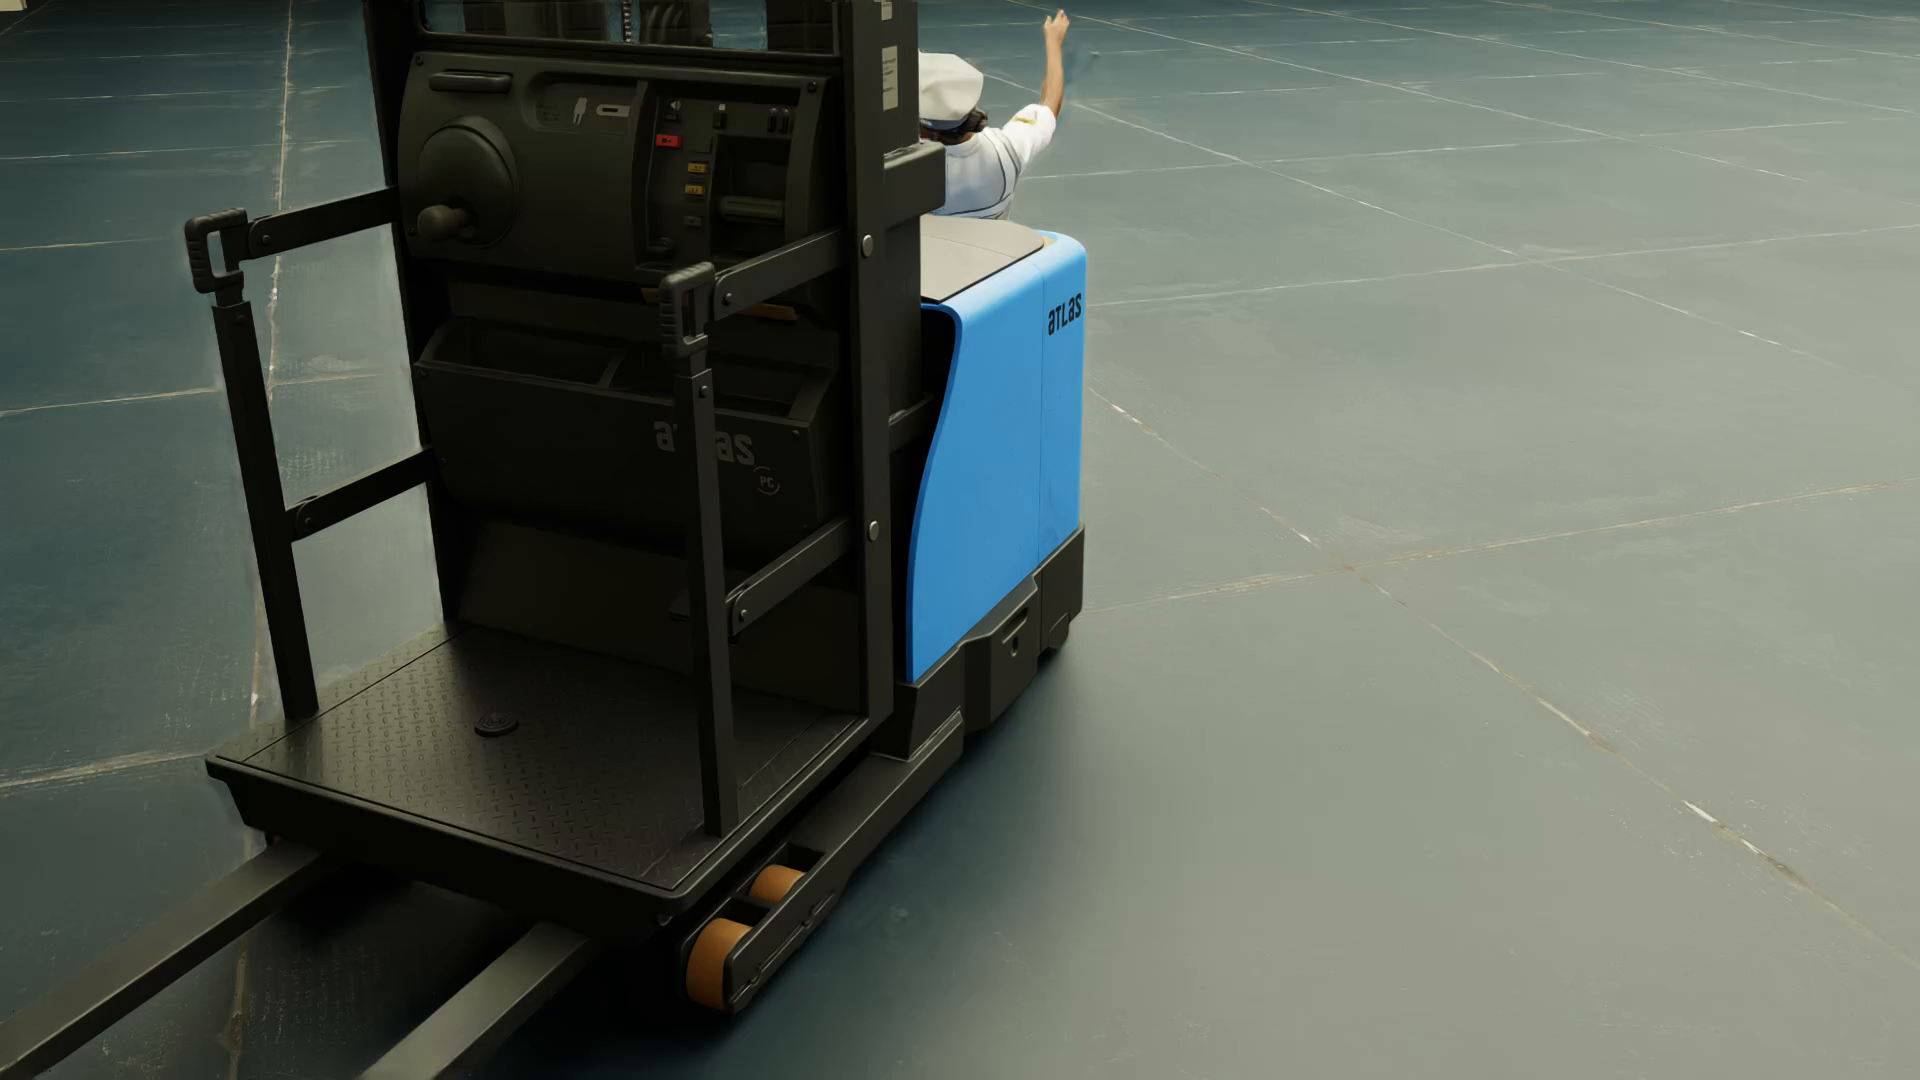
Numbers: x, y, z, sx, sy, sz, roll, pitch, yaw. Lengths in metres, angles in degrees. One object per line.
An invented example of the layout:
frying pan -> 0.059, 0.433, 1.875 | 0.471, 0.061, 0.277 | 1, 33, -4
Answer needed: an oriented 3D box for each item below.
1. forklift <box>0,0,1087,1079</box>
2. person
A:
forklift -> -0.756, -0.683, 2.922 | 1.130, 2.935, 3.031 | 10, 25, 23
person -> 0.001, -0.910, 5.195 | 0.911, 1.583, 0.727 | -7, 24, -16
